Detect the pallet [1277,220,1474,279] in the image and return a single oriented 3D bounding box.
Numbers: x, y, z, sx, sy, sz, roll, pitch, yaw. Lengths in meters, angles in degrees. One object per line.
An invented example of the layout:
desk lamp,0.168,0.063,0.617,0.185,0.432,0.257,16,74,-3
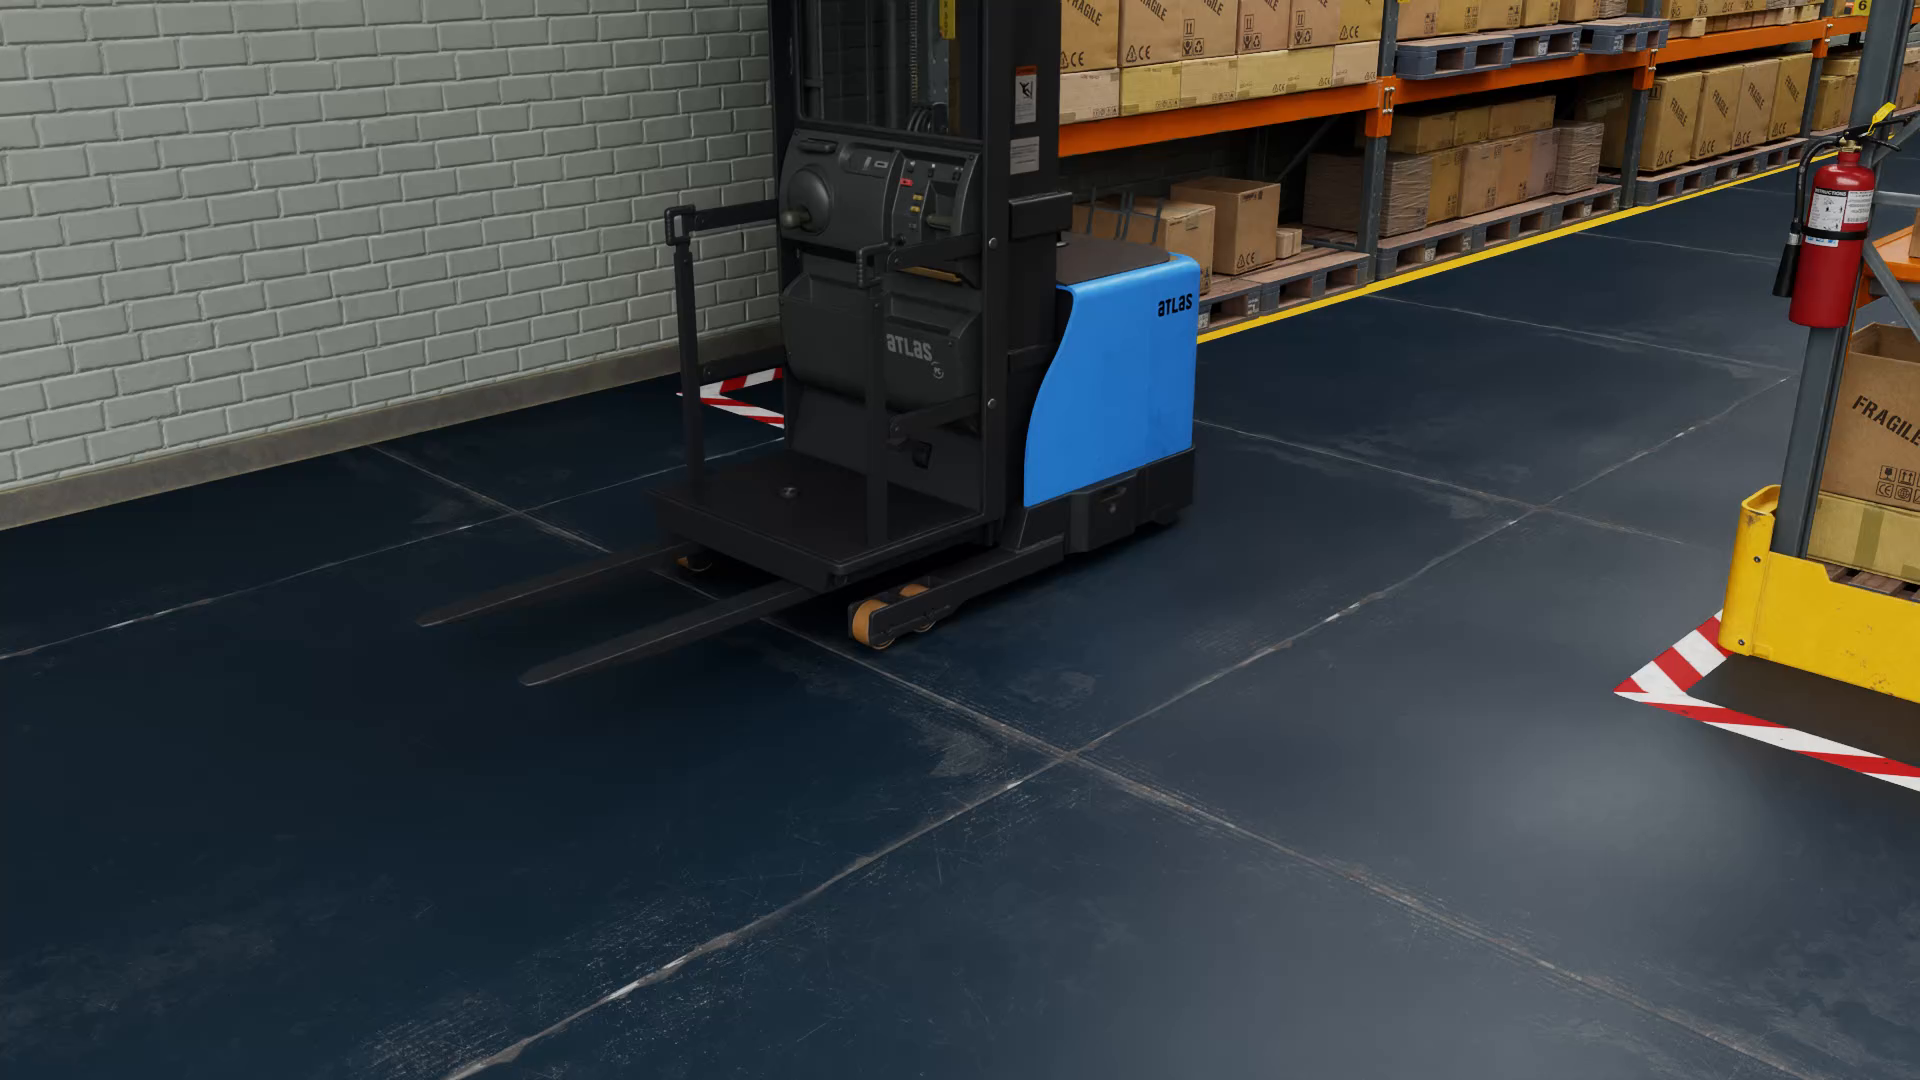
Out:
pallet,2.886,-2.114,11.779,1.003,0.211,1.213,19,28,41

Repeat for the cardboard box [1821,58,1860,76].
cardboard box,8.890,-4.812,16.908,0.250,0.149,0.380,-19,28,-40

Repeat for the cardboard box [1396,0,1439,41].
cardboard box,2.723,-3.589,10.979,0.700,0.500,0.500,19,28,41

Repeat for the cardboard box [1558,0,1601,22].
cardboard box,4.443,-4.221,12.623,0.700,0.500,0.500,16,26,36

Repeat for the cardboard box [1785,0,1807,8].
cardboard box,7.435,-5.151,15.212,0.500,0.500,0.500,20,28,41

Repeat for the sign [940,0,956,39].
sign,-0.058,-2.455,7.574,0.100,0.325,0.005,19,28,41

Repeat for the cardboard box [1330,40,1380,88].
cardboard box,2.231,-2.956,10.267,0.500,0.250,0.500,19,28,41

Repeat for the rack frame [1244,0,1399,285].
rack frame,2.344,-3.215,10.757,1.000,3.000,0.127,19,28,41

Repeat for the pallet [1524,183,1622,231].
pallet,4.588,-2.741,13.411,1.003,0.211,1.213,19,28,41

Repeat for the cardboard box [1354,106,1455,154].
cardboard box,3.150,-2.911,11.792,0.500,0.250,0.500,19,28,40

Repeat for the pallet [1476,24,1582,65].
pallet,3.783,-3.634,12.116,1.003,0.211,1.213,19,28,41

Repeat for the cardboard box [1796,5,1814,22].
cardboard box,7.733,-4.935,15.554,0.250,0.149,0.380,-20,28,-41

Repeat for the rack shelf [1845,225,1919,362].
rack shelf,4.501,-1.126,6.326,1.077,0.370,4.000,19,28,41

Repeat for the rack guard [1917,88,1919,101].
rack guard,10.732,-5.139,19.247,1.175,0.500,0.348,19,28,41

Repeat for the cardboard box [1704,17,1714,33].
cardboard box,6.220,-4.436,14.257,0.250,0.149,0.380,-19,28,-41

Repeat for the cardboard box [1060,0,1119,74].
cardboard box,0.454,-2.648,8.419,0.500,0.500,0.500,19,28,41

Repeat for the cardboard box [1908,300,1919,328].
cardboard box,3.953,-0.683,6.373,0.500,0.500,0.500,19,28,41

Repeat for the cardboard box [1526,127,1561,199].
cardboard box,4.227,-2.980,13.018,0.700,0.500,0.500,19,28,41

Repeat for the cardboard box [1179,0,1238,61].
cardboard box,1.170,-2.915,9.113,0.500,0.500,0.500,-19,28,-40

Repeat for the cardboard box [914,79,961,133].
cardboard box,0.121,-2.172,8.225,0.500,0.250,0.500,18,28,39

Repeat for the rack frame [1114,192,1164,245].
rack frame,0.694,-0.910,7.302,0.006,1.200,0.240,-2,18,-41

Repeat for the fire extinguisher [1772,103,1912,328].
fire extinguisher,2.690,-0.997,5.096,0.296,0.674,0.183,19,28,41

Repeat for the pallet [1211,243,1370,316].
pallet,1.901,-1.732,10.785,1.003,0.211,1.213,19,28,41

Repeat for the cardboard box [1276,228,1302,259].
cardboard box,1.992,-1.952,10.809,0.380,0.166,0.250,15,26,34

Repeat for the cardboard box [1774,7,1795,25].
cardboard box,7.377,-4.797,15.196,0.380,0.149,0.250,19,28,41

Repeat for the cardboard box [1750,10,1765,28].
cardboard box,6.974,-4.690,14.918,0.380,0.149,0.250,18,28,39

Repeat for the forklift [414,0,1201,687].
forklift,-0.441,-1.207,5.628,1.130,2.935,3.031,19,28,41

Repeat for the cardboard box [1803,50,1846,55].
cardboard box,9.182,-5.117,17.702,0.380,0.149,0.250,19,28,40

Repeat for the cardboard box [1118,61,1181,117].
cardboard box,0.833,-2.438,8.919,0.500,0.250,0.500,19,28,40

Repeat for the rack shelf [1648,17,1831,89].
rack shelf,6.530,-4.421,14.899,1.077,0.370,4.000,19,28,41

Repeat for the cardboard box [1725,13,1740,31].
cardboard box,6.592,-4.559,14.576,0.380,0.149,0.250,19,28,41

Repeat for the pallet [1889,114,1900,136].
pallet,9.362,-4.460,17.885,1.003,0.211,1.213,19,28,41

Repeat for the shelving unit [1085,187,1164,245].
shelving unit,0.625,-0.907,7.241,0.189,1.200,0.258,-2,18,-41

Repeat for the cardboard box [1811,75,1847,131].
cardboard box,8.520,-4.467,16.914,0.700,0.500,0.500,20,29,41

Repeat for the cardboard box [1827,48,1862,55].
cardboard box,9.538,-5.248,18.043,0.250,0.149,0.380,-20,28,-41

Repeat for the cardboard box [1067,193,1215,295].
cardboard box,1.046,-1.703,9.695,0.700,0.500,0.500,17,27,37

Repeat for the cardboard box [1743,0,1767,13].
cardboard box,6.733,-4.894,14.544,0.500,0.500,0.500,-19,28,-41

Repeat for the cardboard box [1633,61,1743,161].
cardboard box,6.357,-3.815,14.731,0.750,0.750,0.750,19,28,40

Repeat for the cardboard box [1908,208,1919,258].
cardboard box,3.440,-1.111,5.145,0.700,0.500,0.500,19,28,41

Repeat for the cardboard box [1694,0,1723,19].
cardboard box,6.029,-4.631,13.860,0.500,0.500,0.500,-19,28,-40

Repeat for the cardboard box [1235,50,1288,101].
cardboard box,1.537,-2.697,9.592,0.500,0.250,0.500,19,28,40

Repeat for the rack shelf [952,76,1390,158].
rack shelf,0.949,-2.365,9.549,1.077,0.370,4.000,19,28,41

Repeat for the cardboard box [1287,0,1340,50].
cardboard box,1.892,-3.175,9.791,0.500,0.500,0.500,19,28,40

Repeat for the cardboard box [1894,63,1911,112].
cardboard box,9.950,-4.995,18.288,0.700,0.500,0.500,19,28,40

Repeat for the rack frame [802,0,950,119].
rack frame,-0.446,-2.186,8.082,1.000,3.000,0.127,19,28,41

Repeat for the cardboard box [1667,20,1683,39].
cardboard box,5.712,-4.224,13.706,0.250,0.149,0.380,-20,29,-41

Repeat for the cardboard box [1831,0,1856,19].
cardboard box,8.315,-5.546,16.406,0.700,0.700,0.980,-20,28,-41

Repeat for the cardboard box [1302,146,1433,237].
cardboard box,2.846,-2.447,11.630,0.500,0.500,0.700,-19,28,-40

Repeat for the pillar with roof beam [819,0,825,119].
pillar with roof beam,2.507,-4.306,5.234,9.100,9.000,0.400,19,28,41

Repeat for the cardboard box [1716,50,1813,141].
cardboard box,7.564,-4.264,15.899,0.750,0.750,0.750,20,28,41

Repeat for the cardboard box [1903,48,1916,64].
cardboard box,10.162,-5.282,18.130,0.250,0.149,0.380,-19,28,-41

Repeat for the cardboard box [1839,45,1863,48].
cardboard box,9.890,-5.378,18.381,0.380,0.149,0.250,19,28,41

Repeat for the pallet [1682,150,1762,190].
pallet,6.589,-3.437,15.223,1.003,0.211,1.213,19,28,41

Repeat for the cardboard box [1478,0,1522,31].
cardboard box,3.555,-3.908,11.808,0.500,0.500,0.700,-16,26,-35

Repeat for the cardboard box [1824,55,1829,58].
cardboard box,8.826,-4.986,17.360,0.380,0.149,0.250,18,27,39

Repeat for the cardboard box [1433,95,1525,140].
cardboard box,3.872,-3.169,12.464,0.500,0.250,0.500,19,28,40

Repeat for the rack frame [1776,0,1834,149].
rack frame,7.925,-5.271,16.108,1.000,3.000,0.127,19,28,41

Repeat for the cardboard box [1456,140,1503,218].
cardboard box,3.555,-2.713,12.323,0.700,0.500,0.500,20,28,41

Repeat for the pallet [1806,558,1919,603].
pallet,3.609,0.147,5.898,1.003,0.211,1.213,19,28,41
